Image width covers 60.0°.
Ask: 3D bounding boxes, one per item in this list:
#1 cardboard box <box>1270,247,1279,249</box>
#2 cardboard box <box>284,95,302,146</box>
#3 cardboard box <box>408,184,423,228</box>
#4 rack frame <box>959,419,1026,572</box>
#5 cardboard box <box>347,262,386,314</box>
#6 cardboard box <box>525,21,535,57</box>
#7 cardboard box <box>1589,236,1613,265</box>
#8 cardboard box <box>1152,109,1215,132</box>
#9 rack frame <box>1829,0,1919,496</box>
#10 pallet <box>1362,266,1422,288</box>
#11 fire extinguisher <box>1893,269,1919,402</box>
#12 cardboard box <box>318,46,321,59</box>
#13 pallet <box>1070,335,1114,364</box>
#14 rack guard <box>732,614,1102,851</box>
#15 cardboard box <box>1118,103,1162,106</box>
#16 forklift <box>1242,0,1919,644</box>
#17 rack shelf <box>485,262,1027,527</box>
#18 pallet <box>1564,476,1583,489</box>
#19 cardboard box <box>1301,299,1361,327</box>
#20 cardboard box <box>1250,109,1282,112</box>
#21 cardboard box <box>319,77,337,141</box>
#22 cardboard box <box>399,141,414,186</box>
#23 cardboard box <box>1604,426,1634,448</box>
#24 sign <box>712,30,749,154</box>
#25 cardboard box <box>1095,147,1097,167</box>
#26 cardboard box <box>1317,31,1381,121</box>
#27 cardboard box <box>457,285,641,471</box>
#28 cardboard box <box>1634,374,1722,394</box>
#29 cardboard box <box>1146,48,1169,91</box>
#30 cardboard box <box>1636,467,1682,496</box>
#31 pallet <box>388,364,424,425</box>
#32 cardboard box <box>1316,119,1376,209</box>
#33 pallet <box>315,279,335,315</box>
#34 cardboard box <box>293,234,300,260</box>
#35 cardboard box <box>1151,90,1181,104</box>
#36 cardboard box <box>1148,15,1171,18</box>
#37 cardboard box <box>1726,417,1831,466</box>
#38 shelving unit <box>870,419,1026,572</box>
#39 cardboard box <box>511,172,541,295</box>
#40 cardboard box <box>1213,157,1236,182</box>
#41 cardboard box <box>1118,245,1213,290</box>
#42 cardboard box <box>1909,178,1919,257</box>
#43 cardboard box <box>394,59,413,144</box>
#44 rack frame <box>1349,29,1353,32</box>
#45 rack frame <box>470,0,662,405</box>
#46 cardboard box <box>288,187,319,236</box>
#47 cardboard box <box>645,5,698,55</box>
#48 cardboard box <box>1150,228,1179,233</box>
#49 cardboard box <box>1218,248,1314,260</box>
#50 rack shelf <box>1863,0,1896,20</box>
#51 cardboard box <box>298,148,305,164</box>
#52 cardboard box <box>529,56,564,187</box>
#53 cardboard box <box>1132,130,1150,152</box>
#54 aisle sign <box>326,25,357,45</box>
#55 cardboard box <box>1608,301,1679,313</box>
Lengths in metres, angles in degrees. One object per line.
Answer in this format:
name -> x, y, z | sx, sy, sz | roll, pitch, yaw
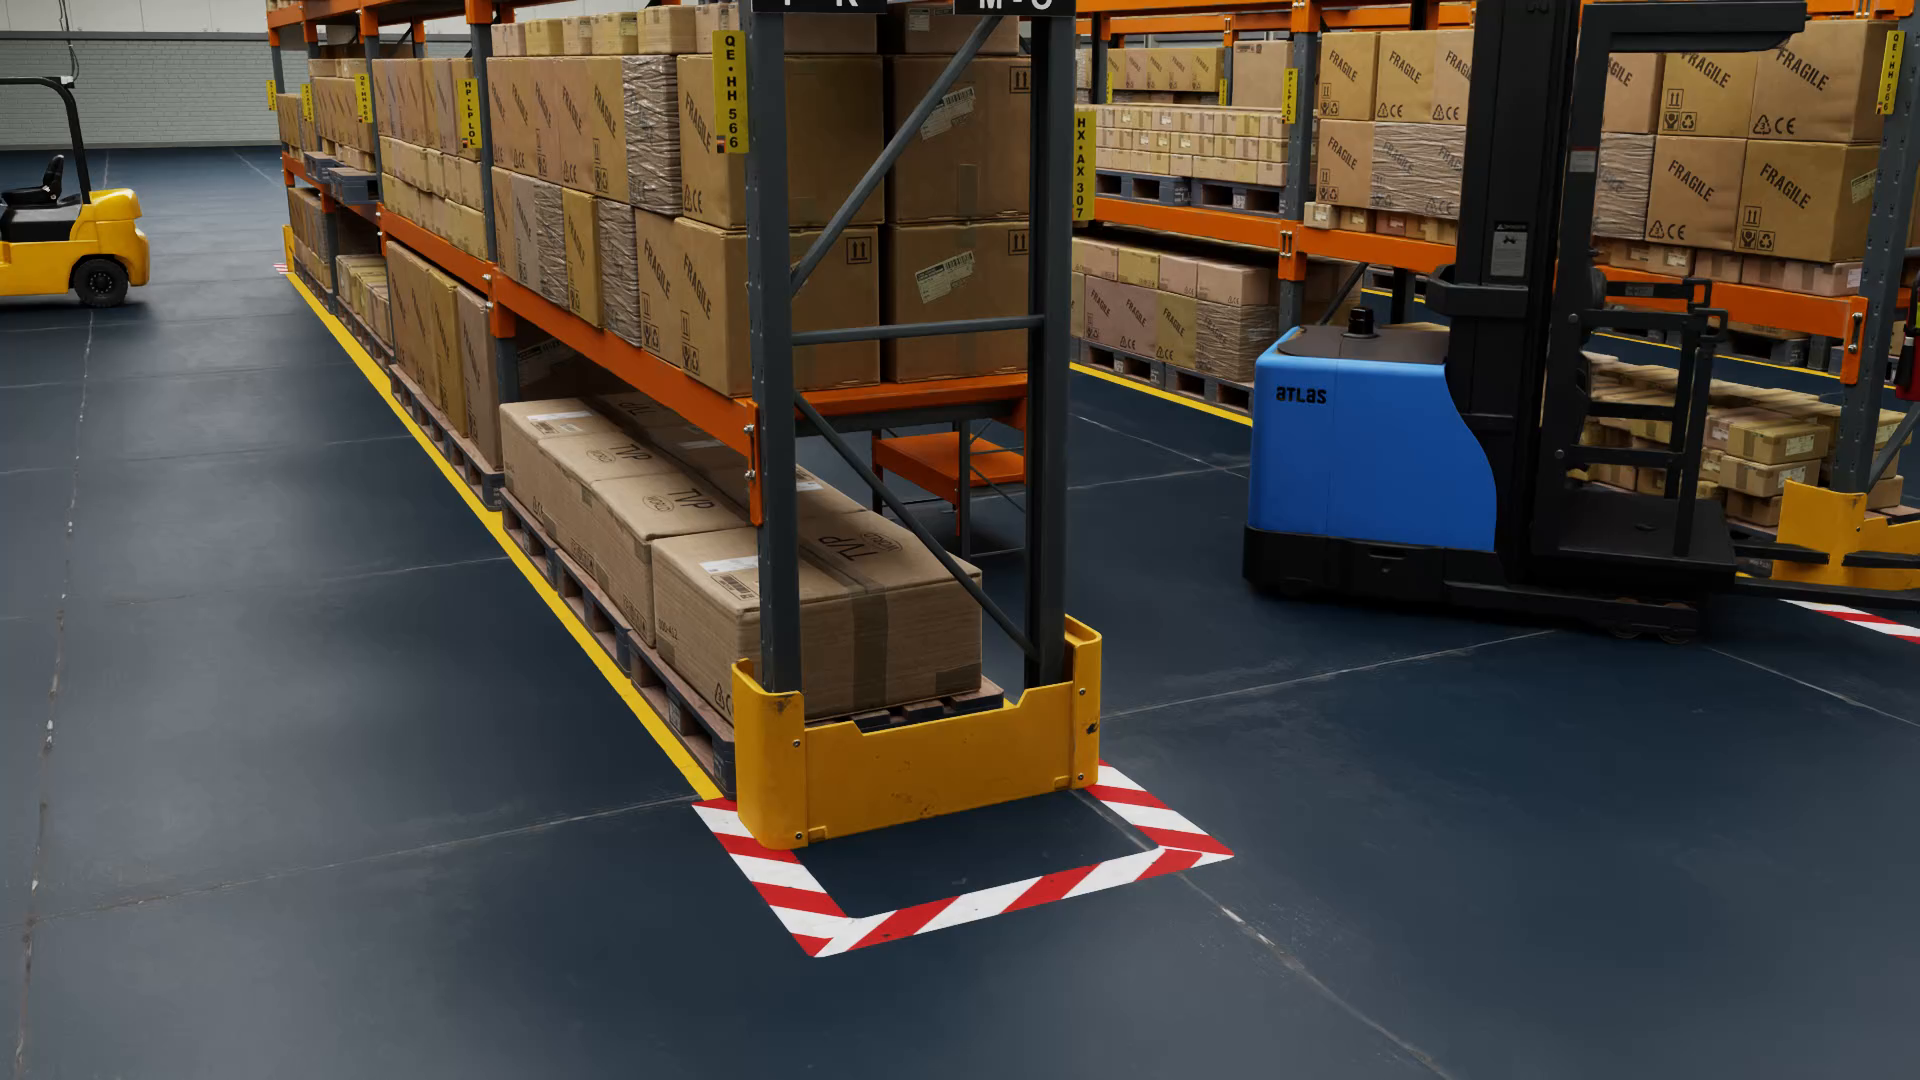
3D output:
cardboard box -> 3.960, -3.528, 18.842 | 0.700, 0.500, 0.500 | -8, 18, -25
cardboard box -> -6.730, -4.374, 17.334 | 0.500, 0.500, 0.500 | -8, 18, -26
cardboard box -> -3.184, -2.125, 10.488 | 0.500, 0.250, 0.500 | -7, 17, -23
rack frame -> 0.226, -0.413, 7.650 | 0.500, 1.125, 0.032 | -8, 18, -25
cardboard box -> -4.840, -2.227, 14.577 | 0.950, 0.372, 0.625 | -6, 17, -21
cardboard box -> -1.650, -2.155, 7.151 | 0.380, 0.149, 0.250 | -8, 18, -25
cardboard box -> 3.391, -1.500, 8.495 | 0.380, 0.149, 0.250 | -8, 18, -27
cardboard box -> 1.599, -3.002, 11.890 | 0.380, 0.149, 0.250 | -9, 18, -27
rack frame -> 4.273, -1.244, 7.148 | 1.000, 3.000, 0.127 | -8, 18, -25
pallet -> 4.399, -2.958, 18.175 | 1.003, 0.211, 1.213 | -8, 18, -25
fire extinguisher -> 3.968, -0.909, 6.798 | 0.296, 0.674, 0.183 | -8, 18, -25
cardboard box -> -6.507, -5.033, 17.818 | 0.700, 0.500, 0.500 | -7, 18, -24
pallet -> 1.109, -1.693, 13.769 | 1.003, 0.211, 1.213 | -8, 18, -25
rack guard -> -0.122, 0.587, 5.300 | 1.175, 0.500, 0.348 | -8, 18, -25
cardboard box -> 1.503, -3.466, 13.506 | 0.380, 0.149, 0.250 | -8, 18, -26
forklift -> 2.832, -1.151, 6.946 | 3.031, 2.935, 1.130 | 6, 17, 19
rack shelf -> -1.009, -0.771, 6.803 | 1.077, 0.370, 4.000 | -8, 18, -25
pallet -> 3.385, -0.430, 9.368 | 1.003, 0.211, 1.213 | -8, 18, -25
cardboard box -> 2.435, -1.451, 11.641 | 0.500, 0.500, 0.500 | -7, 17, -23
cardboard box -> 2.304, -3.014, 11.931 | 0.380, 0.149, 0.250 | -8, 18, -25
cardboard box -> -5.018, -3.590, 13.841 | 0.500, 0.500, 0.500 | -8, 18, -25
cardboard box -> -3.205, -2.364, 10.415 | 0.500, 0.250, 0.500 | -8, 18, -25
cardboard box -> 3.531, -0.523, 8.502 | 0.380, 0.149, 0.250 | -8, 18, -26
sign -> -0.627, -1.229, 4.567 | 0.100, 0.325, 0.005 | -8, 18, -25
cardboard box -> 1.138, -2.973, 12.868 | 0.380, 0.149, 0.250 | -7, 17, -22
cardboard box -> 2.499, -2.766, 9.919 | 0.500, 0.500, 0.500 | -7, 18, -24
cardboard box -> -2.229, -0.937, 9.169 | 0.875, 0.875, 0.875 | -7, 17, -23
cardboard box -> 3.828, -0.786, 8.879 | 0.380, 0.149, 0.250 | -7, 17, -23
cardboard box -> 2.636, -5.792, 20.462 | 0.500, 0.500, 0.500 | -8, 18, -25
cardboard box -> 3.613, -0.308, 8.294 | 0.380, 0.149, 0.250 | -8, 18, -25
pallet -> -3.360, -1.060, 11.560 | 1.003, 0.211, 1.213 | -8, 18, -25
cardboard box -> 2.511, -2.274, 10.015 | 0.500, 0.500, 0.500 | -8, 18, -26
pallet -> -5.716, -2.418, 16.295 | 1.003, 0.211, 1.213 | -8, 18, -25
cardboard box -> -7.037, -3.235, 18.309 | 0.500, 0.250, 0.500 | -8, 18, -25
cardboard box -> 2.880, -5.344, 20.714 | 0.875, 0.500, 0.500 | -8, 18, -25
cardboard box -> 2.637, -6.502, 20.302 | 0.500, 0.250, 0.500 | -8, 18, -25
cardboard box -> 3.813, -0.462, 7.752 | 0.380, 0.149, 0.250 | -7, 18, -24
shelving unit -> 0.003, -0.539, 8.090 | 0.538, 1.125, 1.048 | -8, 18, -25
cardboard box -> -1.698, -1.387, 7.466 | 0.500, 0.500, 0.500 | -8, 18, -25
cardboard box -> 1.947, -2.518, 11.281 | 0.380, 0.149, 0.250 | -8, 18, -25
cardboard box -> 1.509, -2.009, 12.225 | 0.500, 0.250, 0.500 | -9, 18, -27
cardboard box -> 4.324, -1.580, 7.597 | 0.500, 0.500, 0.500 | -7, 17, -22
cardboard box -> -3.202, -2.729, 10.330 | 0.500, 0.500, 0.500 | -7, 17, -23
rack frame -> 6.219, -6.384, 25.060 | 1.000, 3.000, 0.127 | -8, 18, -25
rack frame -> -1.885, -1.613, 8.432 | 1.000, 3.000, 0.127 | -8, 18, -25
cardboard box -> -7.026, -3.590, 18.185 | 0.500, 0.500, 0.500 | -8, 18, -27
cardboard box -> -0.791, -1.640, 5.357 | 0.380, 0.149, 0.250 | -8, 18, -25
cardboard box -> 2.779, -4.184, 21.162 | 0.500, 0.500, 0.500 | -9, 19, -30
cardboard box -> 2.199, -1.944, 11.996 | 0.500, 0.250, 0.500 | -7, 17, -23
rack shelf -> 7.900, -3.410, 10.563 | 1.077, 0.370, 4.000 | -8, 18, -25
cardboard box -> -6.483, -3.896, 16.846 | 0.380, 0.149, 0.250 | -7, 18, -24
cardboard box -> -1.464, -1.740, 6.881 | 0.500, 0.500, 0.500 | -7, 18, -24
cardboard box -> 1.487, -2.922, 12.150 | 0.380, 0.149, 0.250 | -7, 17, -23
aisle sign -> -6.909, -5.888, 18.618 | 0.394, 0.787, 0.004 | -8, 18, -25
cardboard box -> 6.333, -2.368, 14.157 | 1.225, 0.875, 0.875 | -8, 18, -27
